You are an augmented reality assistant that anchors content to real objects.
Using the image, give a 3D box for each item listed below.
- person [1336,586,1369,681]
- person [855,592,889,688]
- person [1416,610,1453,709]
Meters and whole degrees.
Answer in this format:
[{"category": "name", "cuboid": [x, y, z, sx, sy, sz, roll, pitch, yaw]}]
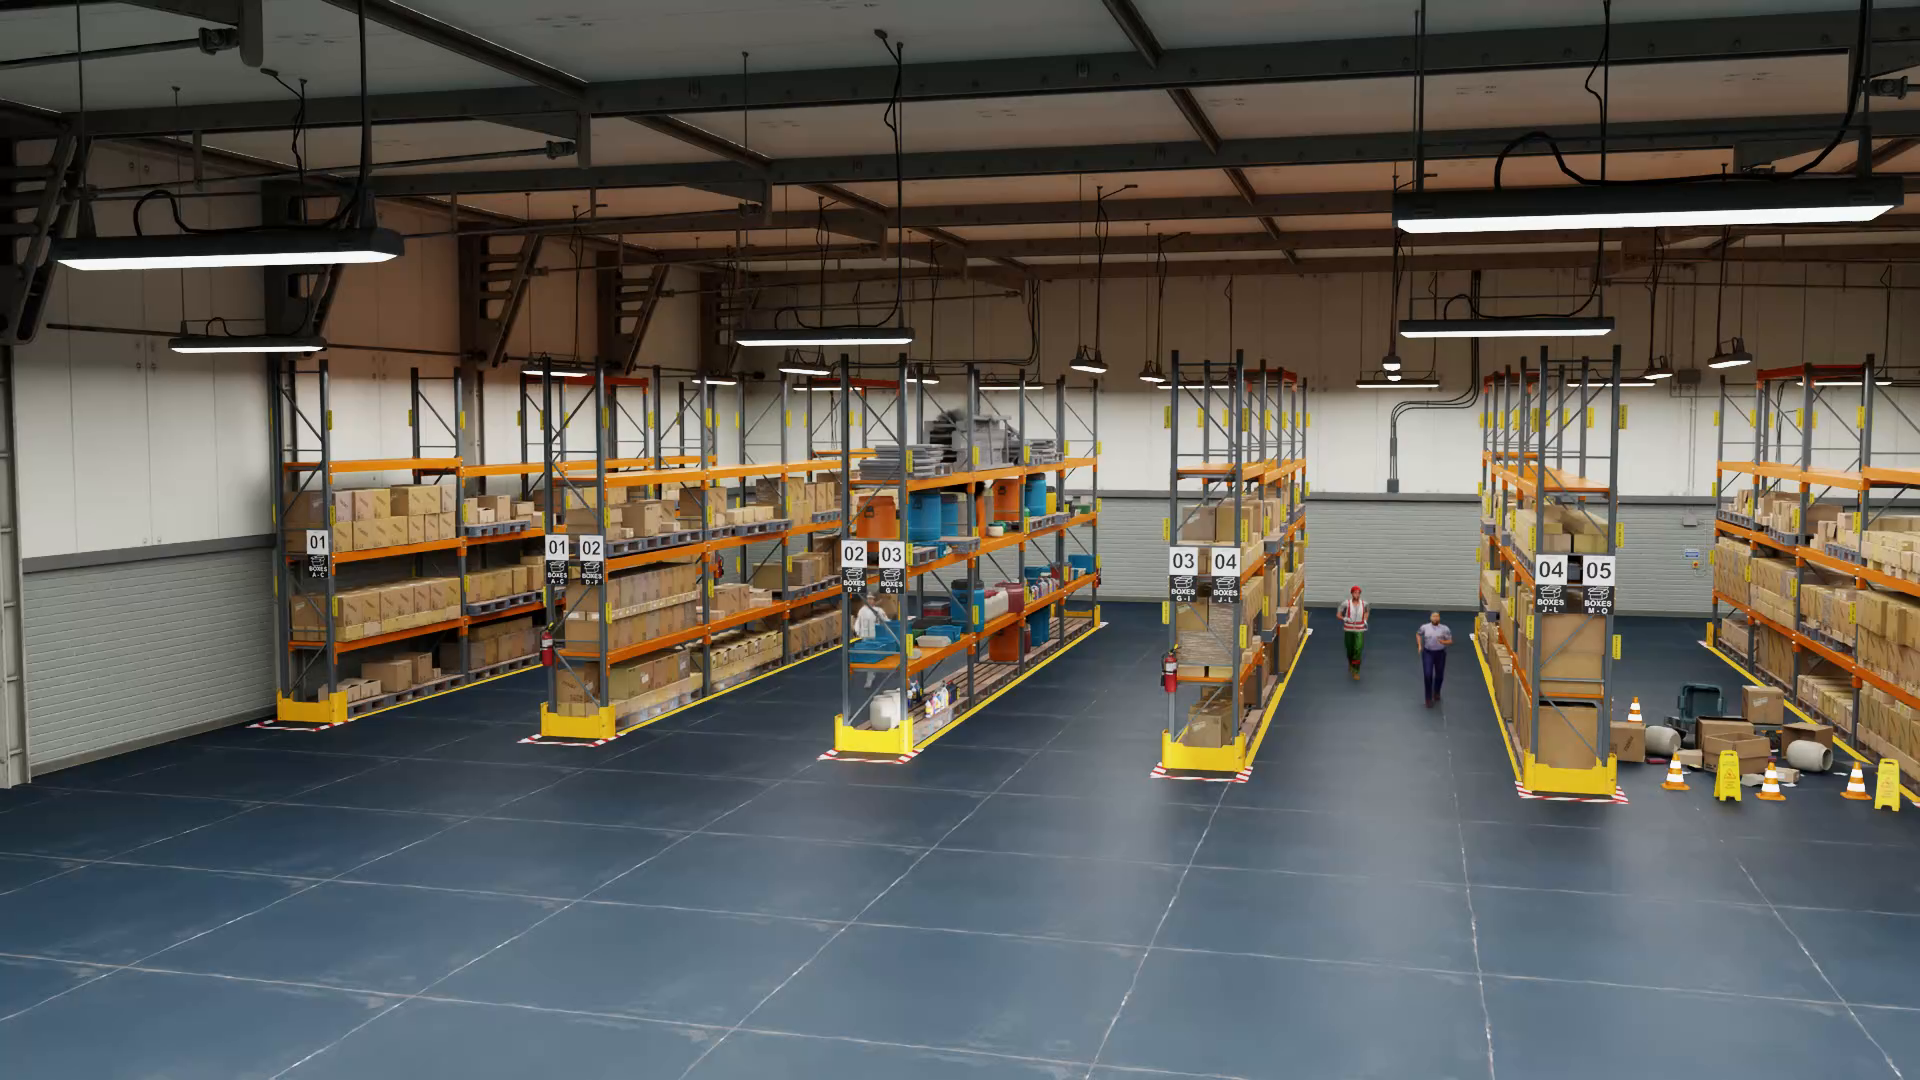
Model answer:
[{"category": "person", "cuboid": [7.636, 1.784, 32.319, 0.637, 1.796, 0.921, 1, 4, 8]}, {"category": "person", "cuboid": [-1.582, 1.758, 29.645, 0.617, 1.695, 0.664, 1, 4, 10]}, {"category": "person", "cuboid": [8.328, 2.074, 29.197, 0.594, 1.658, 0.895, 1, 4, 11]}]
